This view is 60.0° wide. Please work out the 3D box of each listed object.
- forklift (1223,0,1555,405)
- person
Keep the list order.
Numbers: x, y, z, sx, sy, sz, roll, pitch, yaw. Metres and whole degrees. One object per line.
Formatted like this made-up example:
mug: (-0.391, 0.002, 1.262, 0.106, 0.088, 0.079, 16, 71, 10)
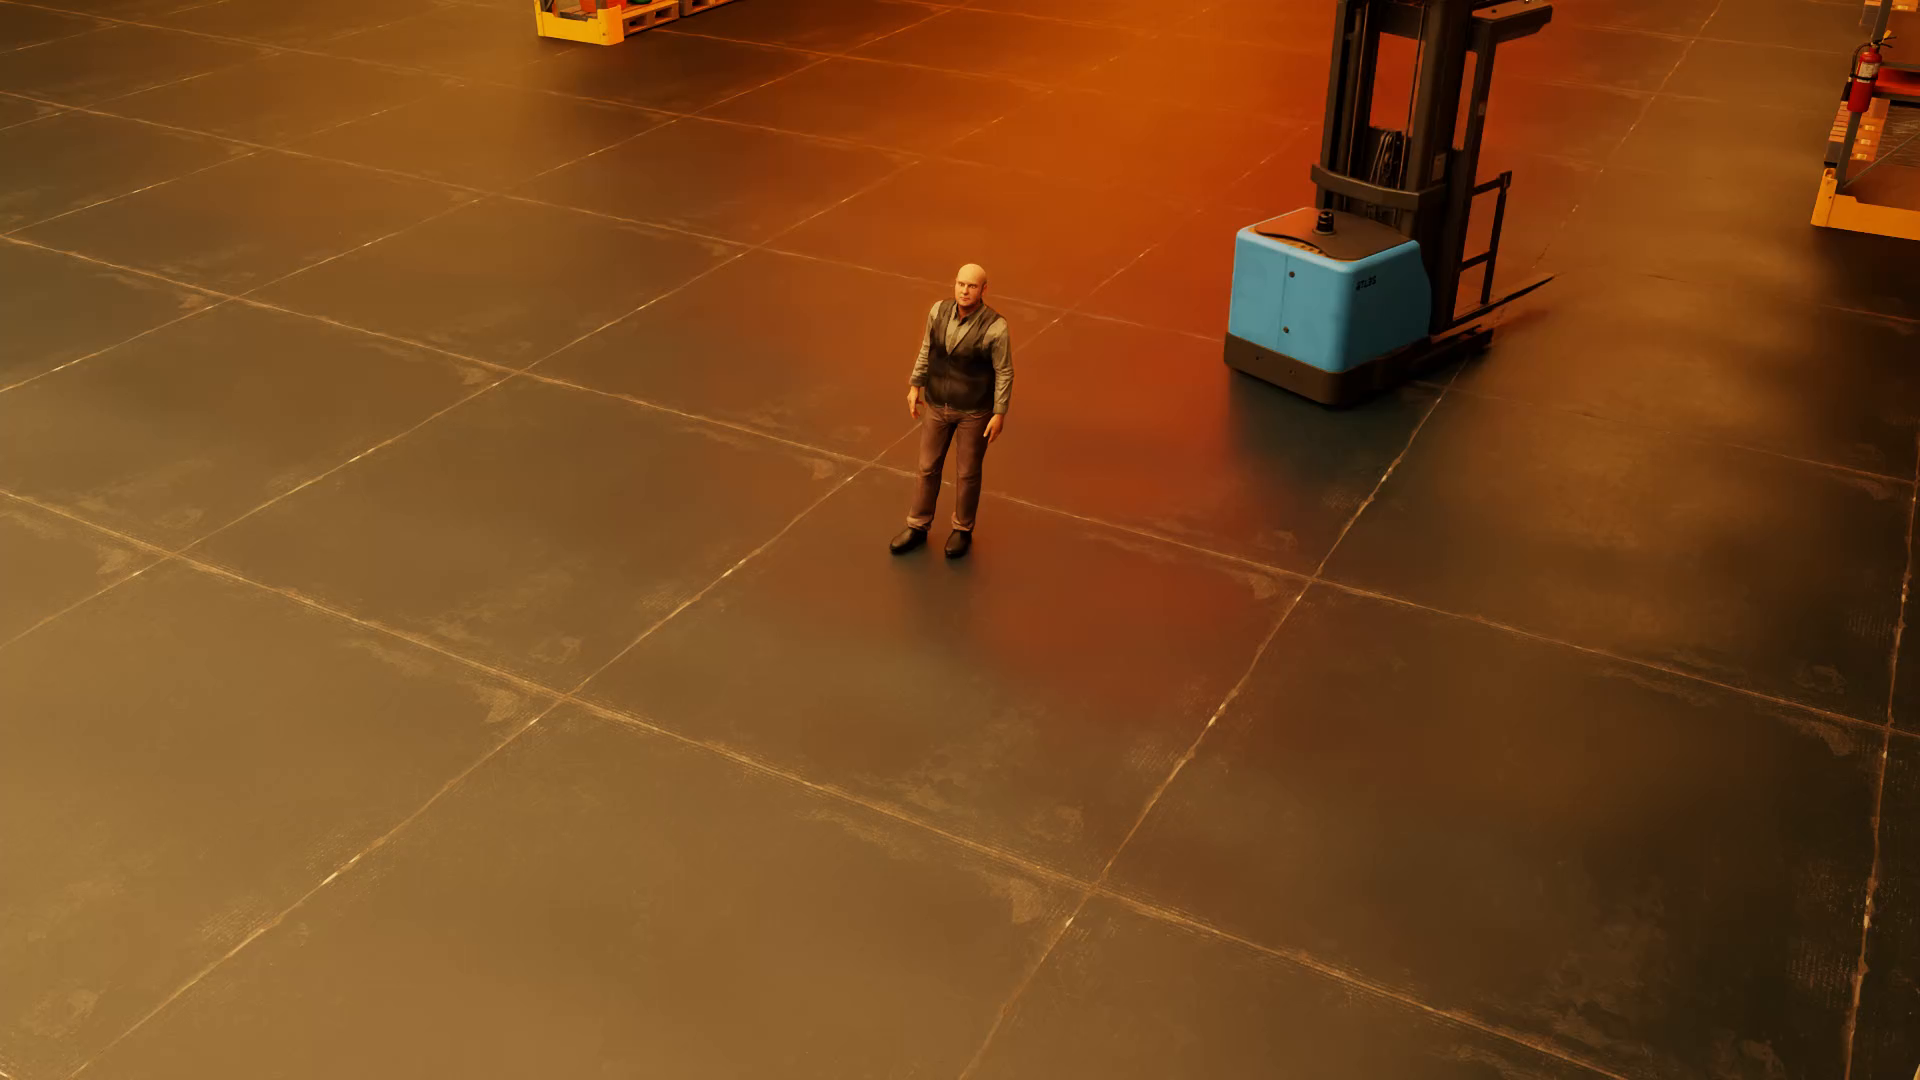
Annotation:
forklift: (3.361, -2.811, 11.941, 3.031, 2.935, 1.130, -23, 37, -35)
person: (-0.037, -0.726, 9.524, 0.634, 1.722, 0.566, 15, 33, 25)
